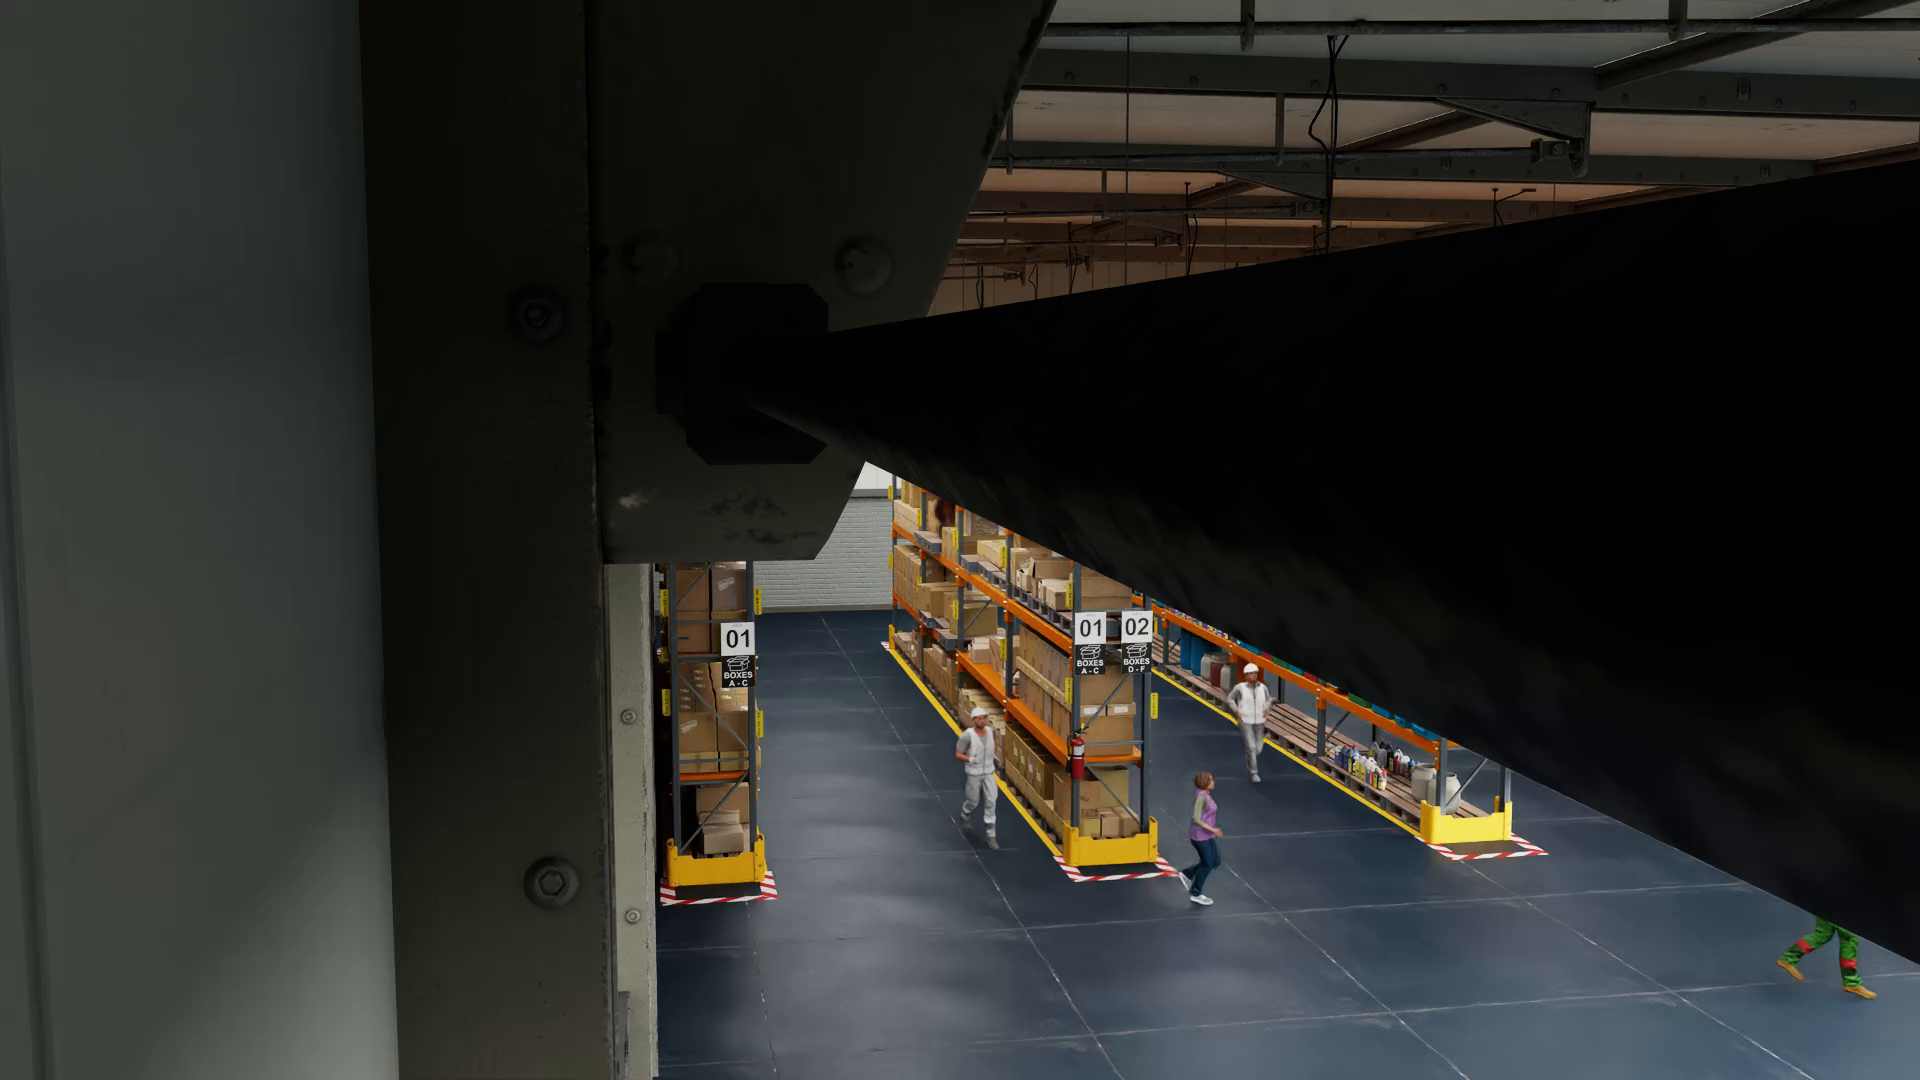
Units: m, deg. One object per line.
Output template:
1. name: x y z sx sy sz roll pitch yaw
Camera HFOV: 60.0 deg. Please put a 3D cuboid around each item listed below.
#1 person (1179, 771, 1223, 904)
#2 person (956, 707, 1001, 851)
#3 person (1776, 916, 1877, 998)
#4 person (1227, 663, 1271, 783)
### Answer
1. person: 2.815 3.467 19.394 0.540 1.569 0.559 2 6 17
2. person: 0.250 3.073 21.788 0.653 1.799 0.987 -2 7 -21
3. person: 8.694 3.621 16.620 0.900 1.796 0.641 2 6 18
4. person: 4.394 2.738 25.132 0.671 1.757 0.768 -1 6 -10
